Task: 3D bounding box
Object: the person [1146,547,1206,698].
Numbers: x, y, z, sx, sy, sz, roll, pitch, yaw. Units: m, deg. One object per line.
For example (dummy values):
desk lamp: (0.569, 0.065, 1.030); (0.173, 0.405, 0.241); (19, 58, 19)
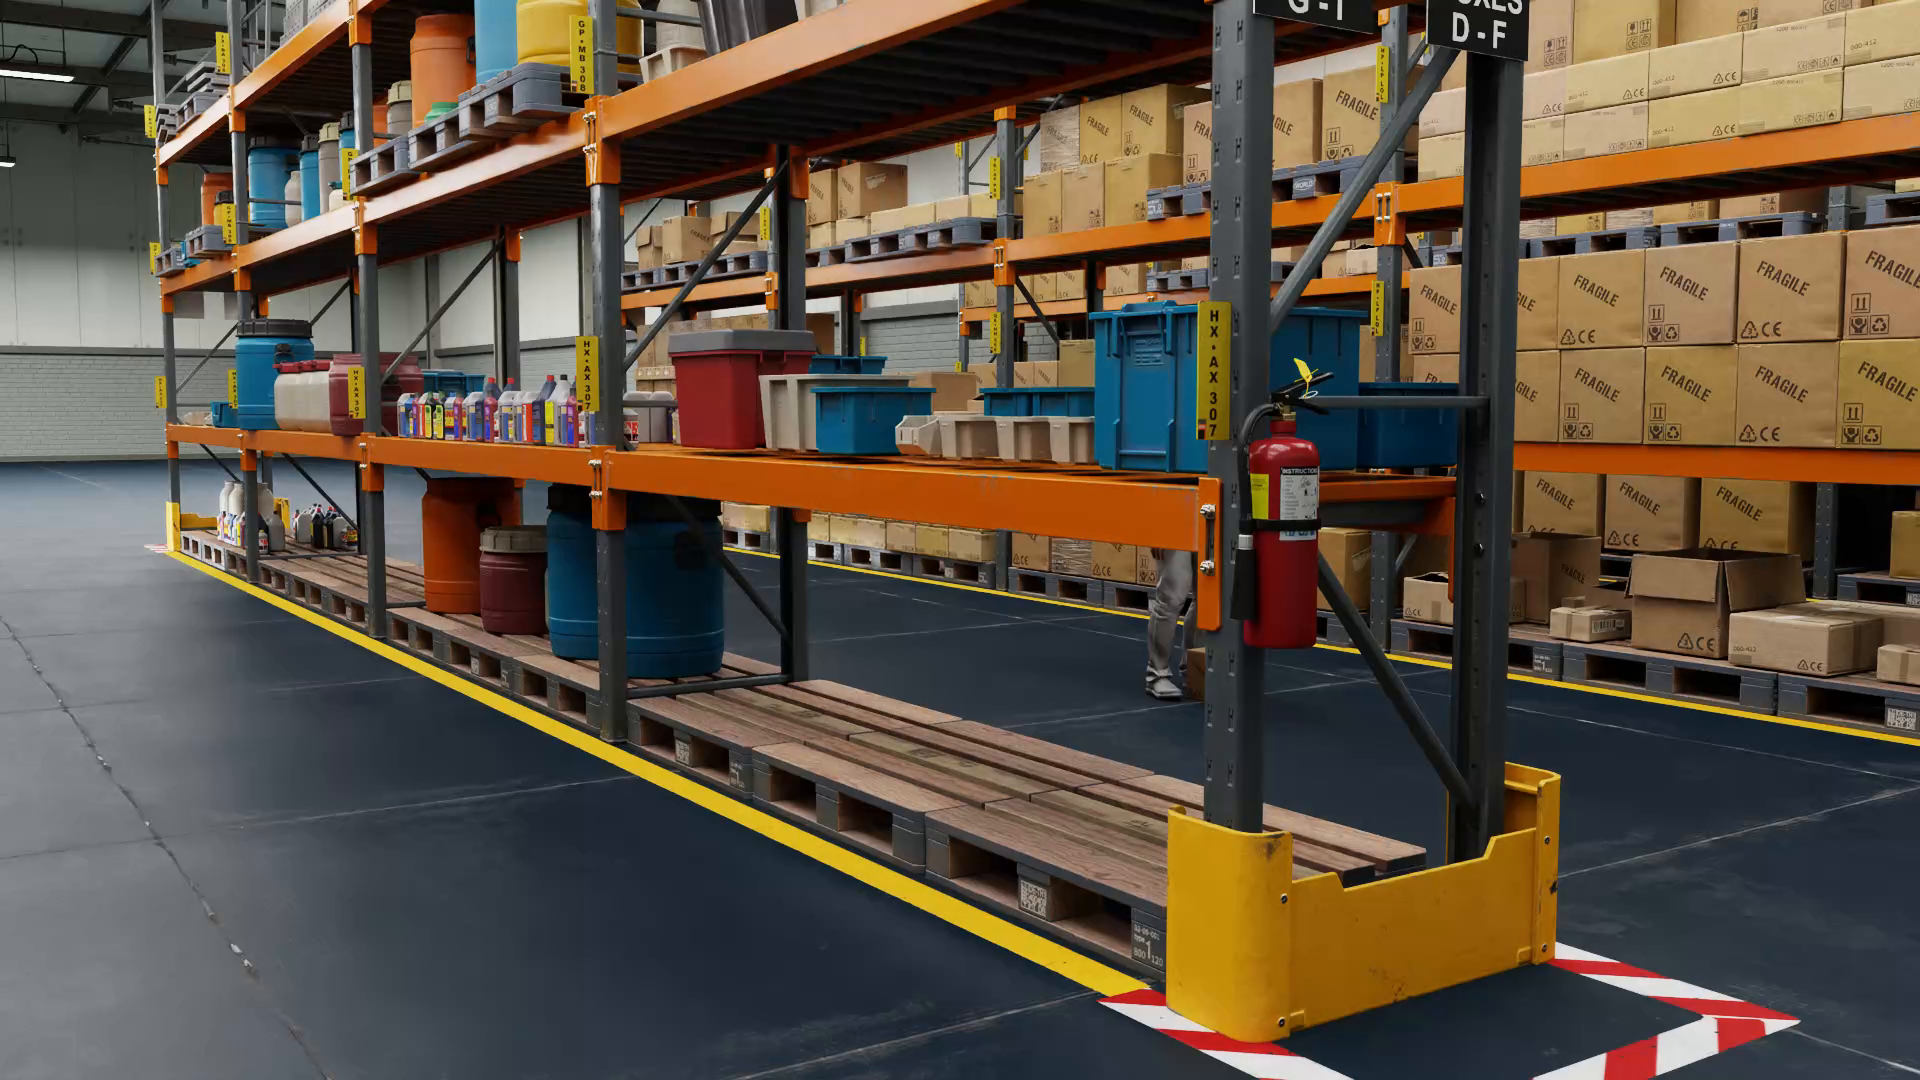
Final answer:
person: (1.209, -0.074, 8.656); (0.638, 1.757, 0.459); (-3, 6, -36)
